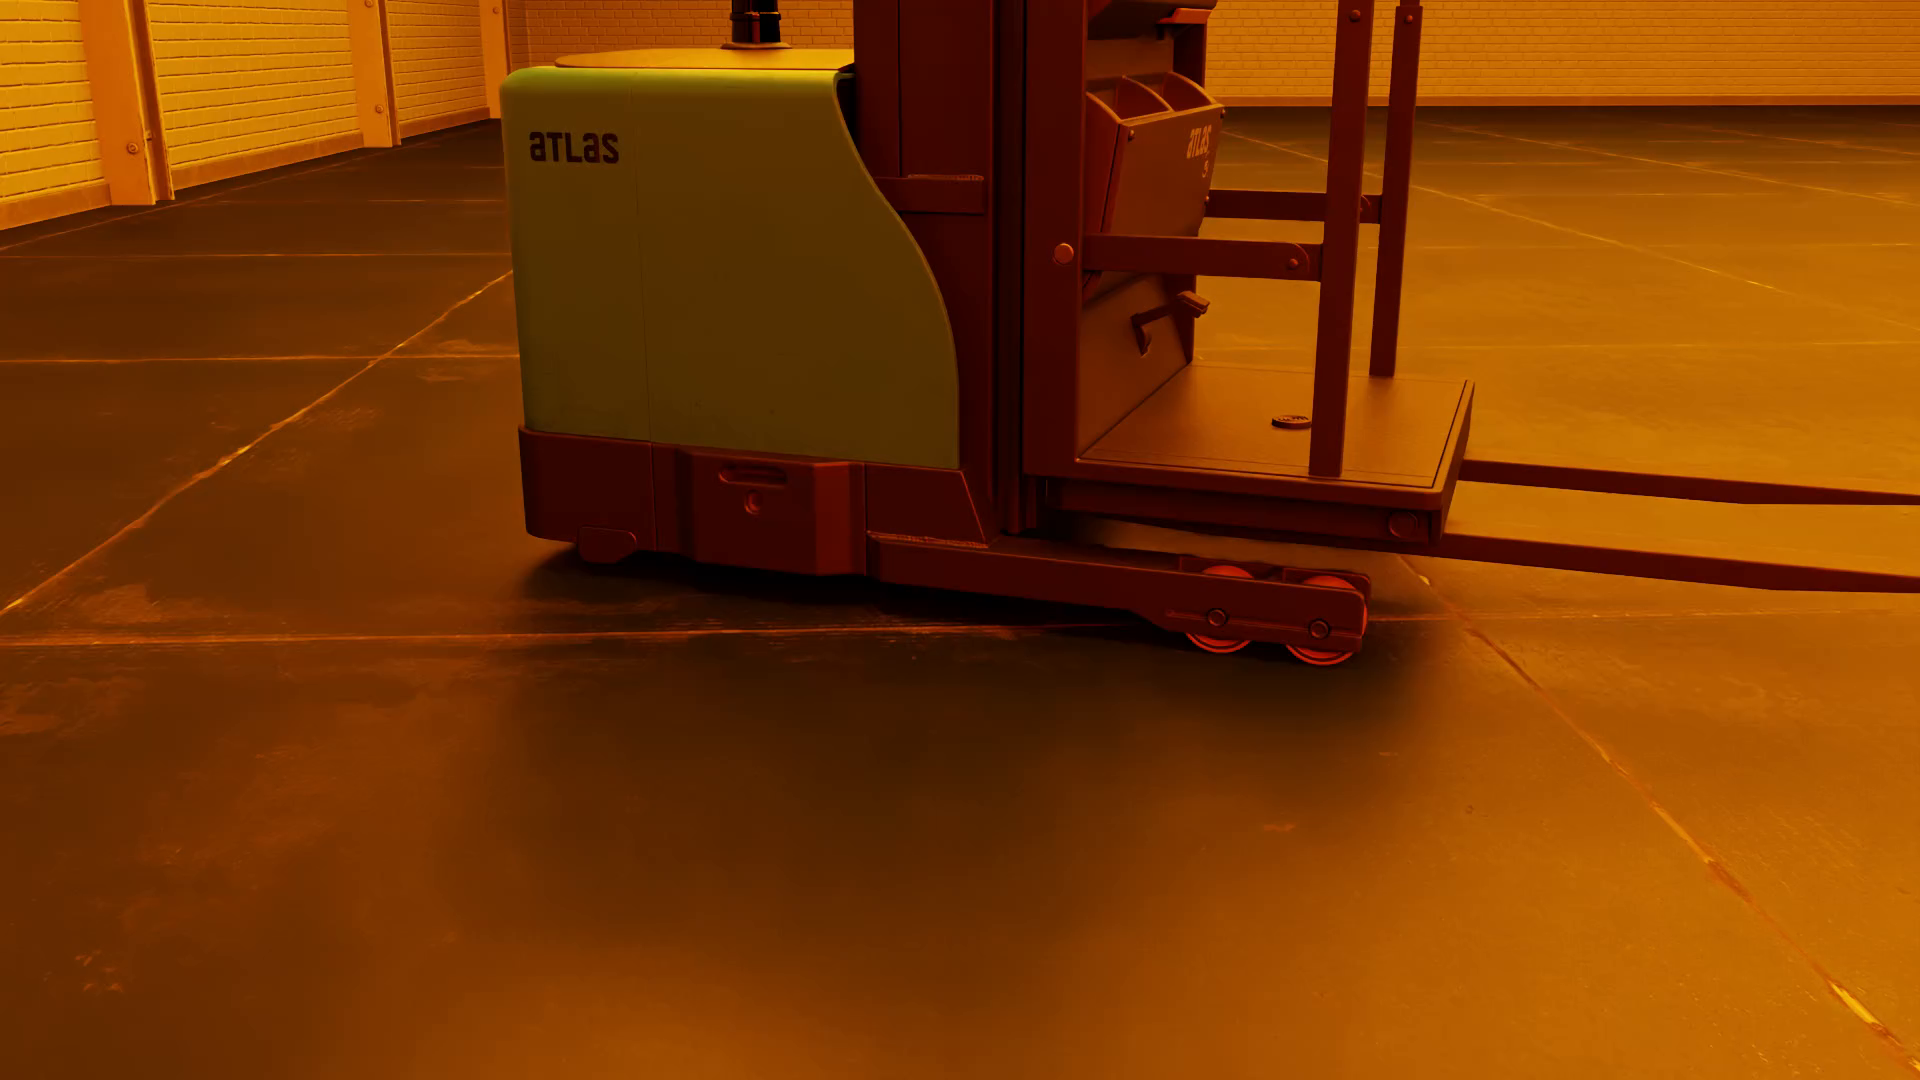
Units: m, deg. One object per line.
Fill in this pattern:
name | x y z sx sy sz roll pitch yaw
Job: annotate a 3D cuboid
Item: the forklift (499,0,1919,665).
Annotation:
forklift | 0.592 -1.340 3.288 3.031 2.935 1.130 6 18 19
